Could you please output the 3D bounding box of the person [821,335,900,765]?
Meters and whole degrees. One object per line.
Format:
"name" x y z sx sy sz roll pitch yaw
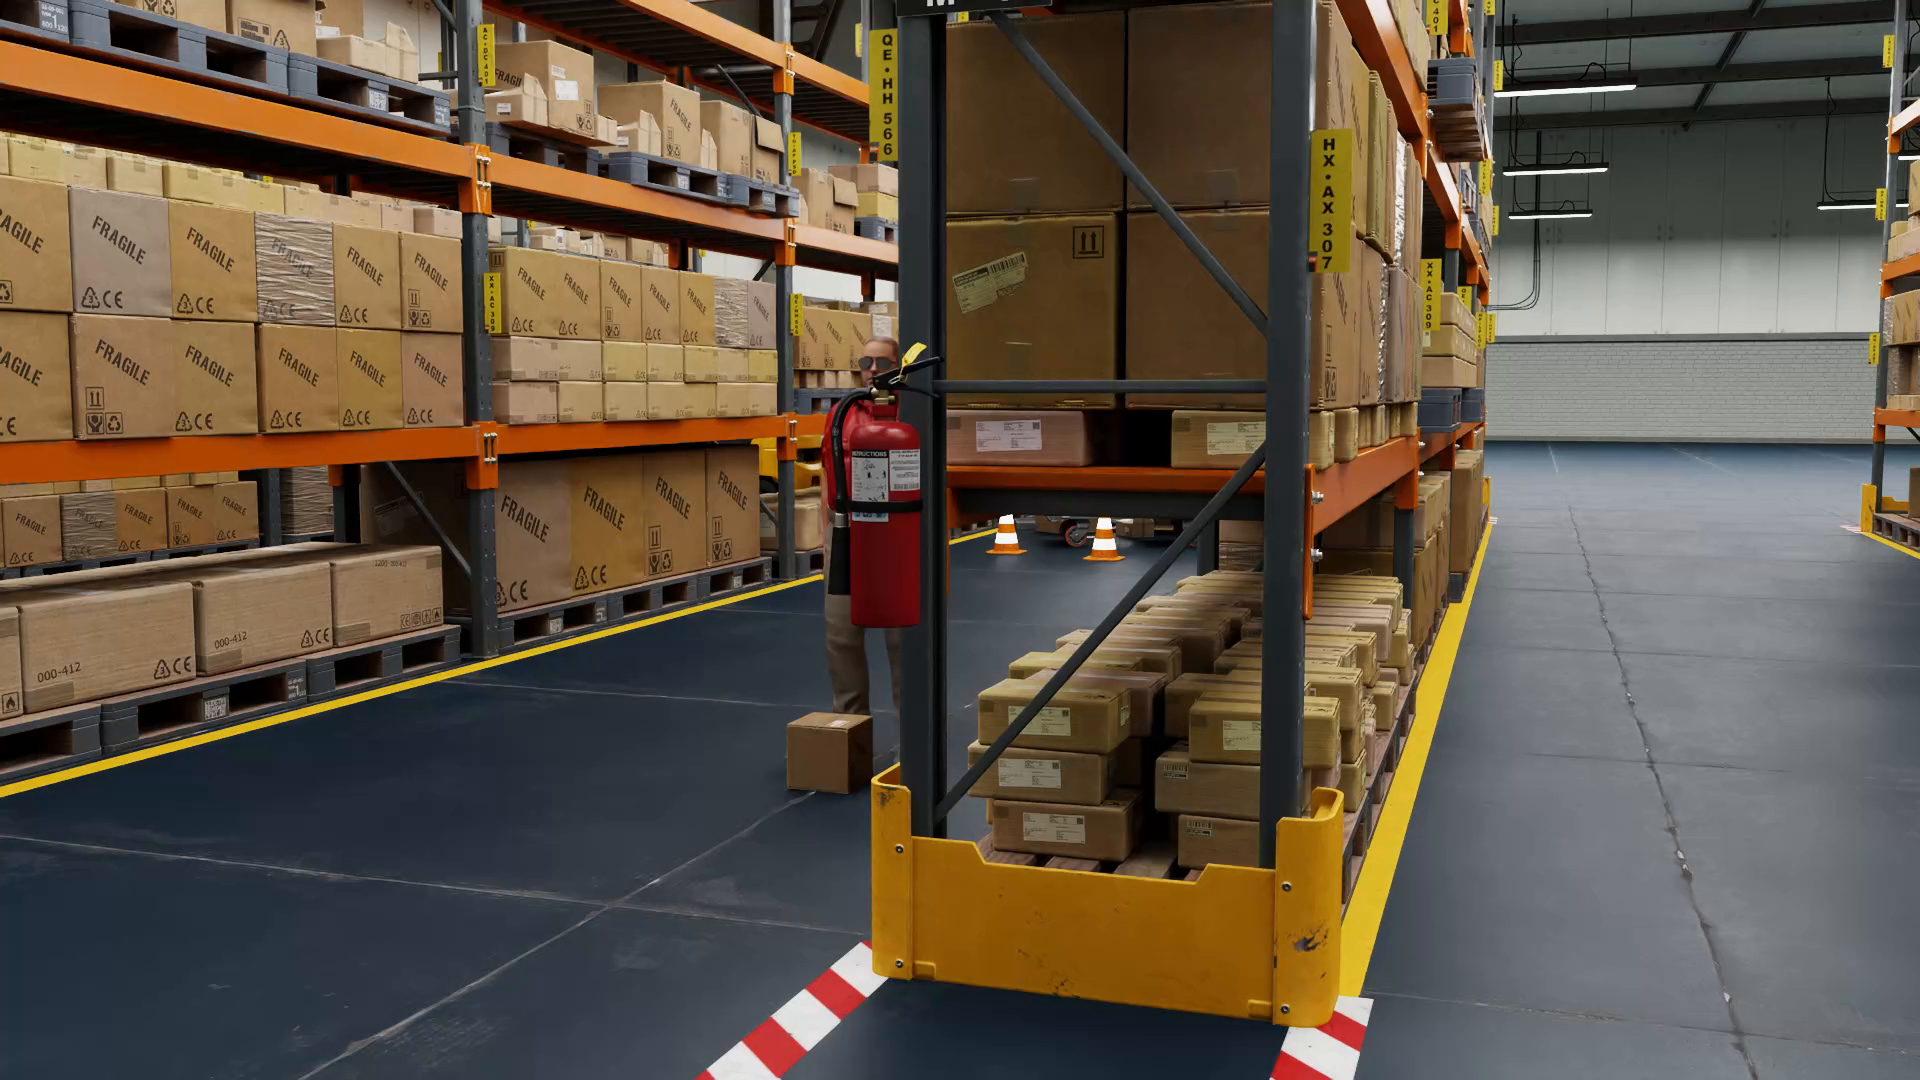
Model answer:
"person" -0.335 0.053 6.725 0.526 1.757 0.372 2 5 19
